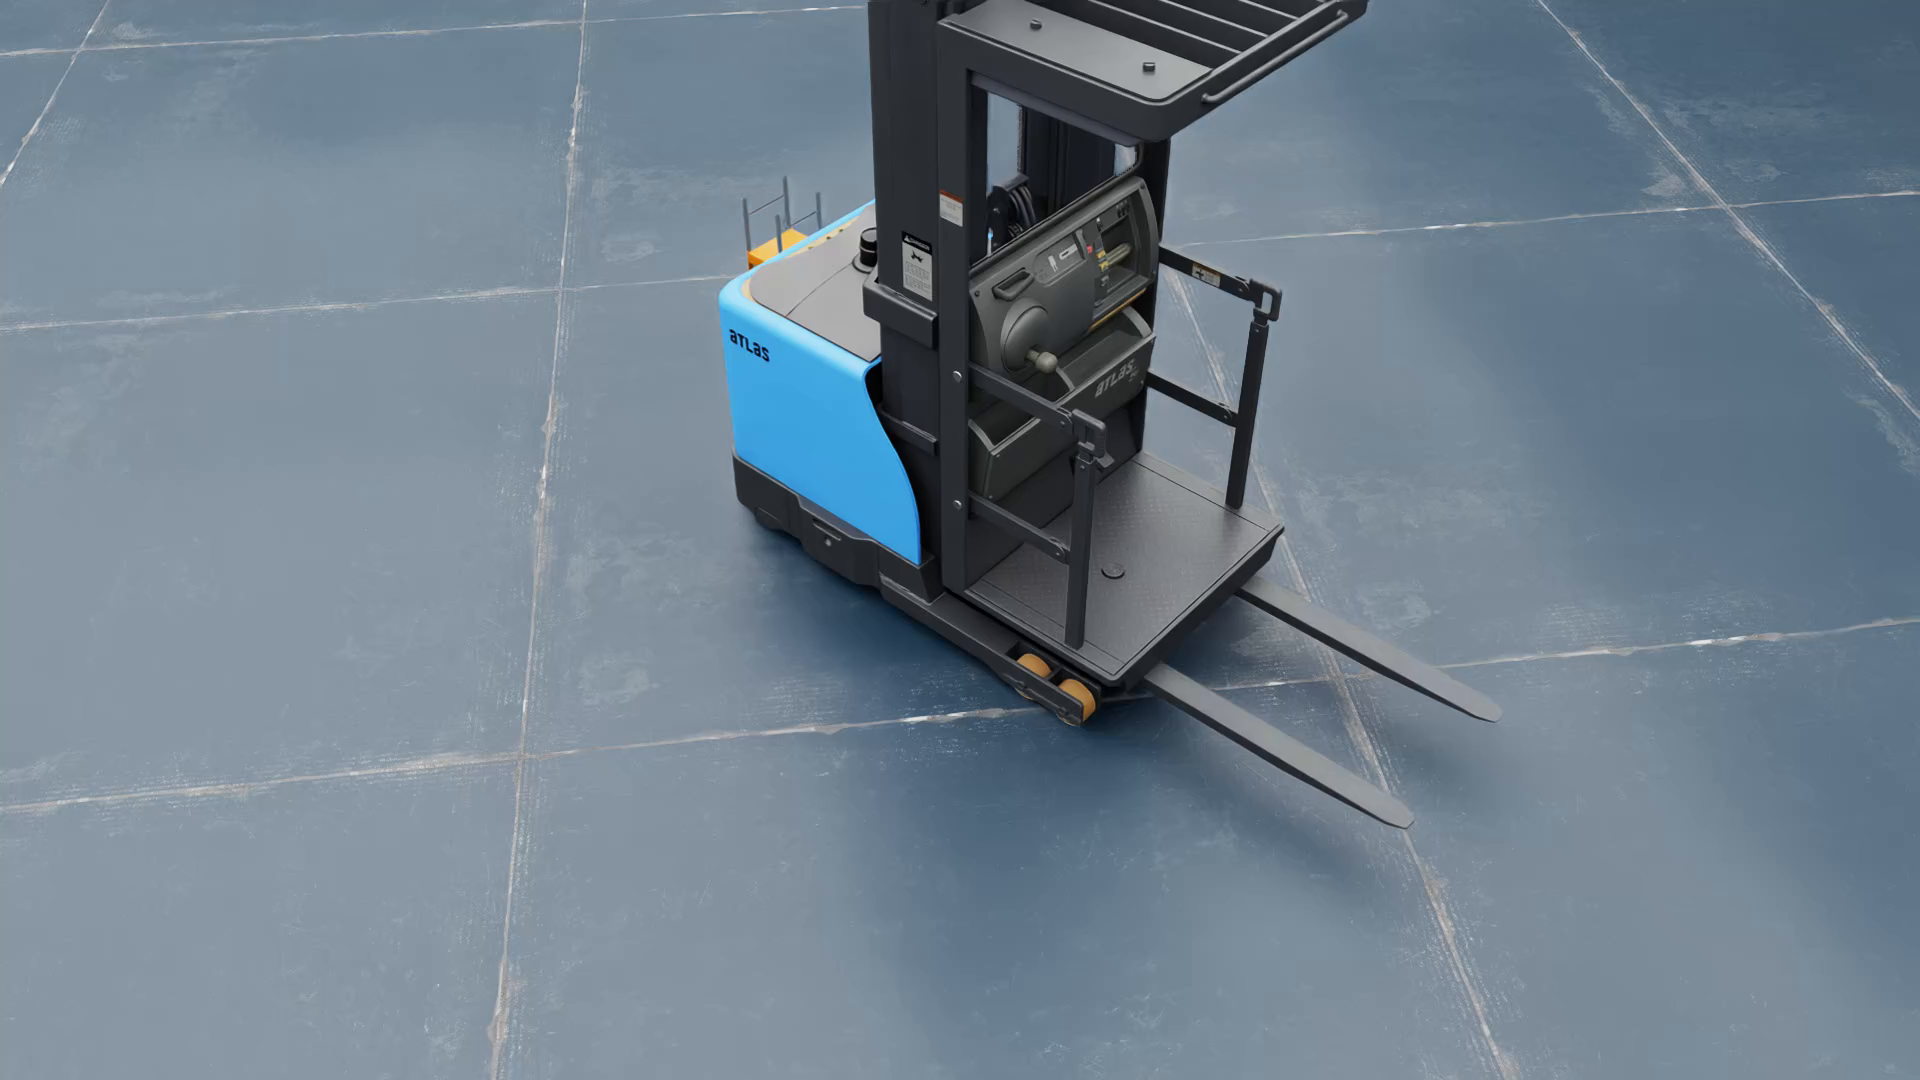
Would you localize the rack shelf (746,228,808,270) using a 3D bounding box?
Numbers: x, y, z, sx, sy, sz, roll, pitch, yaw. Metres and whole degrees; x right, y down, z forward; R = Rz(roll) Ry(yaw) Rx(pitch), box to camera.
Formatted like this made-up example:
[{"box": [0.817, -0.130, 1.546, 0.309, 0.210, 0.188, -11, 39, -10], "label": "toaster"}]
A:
[{"box": [-0.693, -1.125, 6.631, 0.180, 0.103, 0.258, 30, 50, 29], "label": "rack shelf"}]

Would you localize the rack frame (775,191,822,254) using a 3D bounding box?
[{"box": [-0.624, -0.851, 6.797, 0.006, 1.200, 0.240, 30, 50, 29], "label": "rack frame"}]

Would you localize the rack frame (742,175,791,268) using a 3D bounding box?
[{"box": [-0.762, -0.931, 6.886, 0.006, 1.200, 0.240, 30, 50, 29], "label": "rack frame"}]

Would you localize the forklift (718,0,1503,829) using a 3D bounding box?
[{"box": [0.522, -0.822, 5.473, 3.031, 2.935, 1.130, 30, 50, 29], "label": "forklift"}]

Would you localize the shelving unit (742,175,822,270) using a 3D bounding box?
[{"box": [-0.693, -0.891, 6.842, 0.189, 1.200, 0.258, 30, 50, 29], "label": "shelving unit"}]
